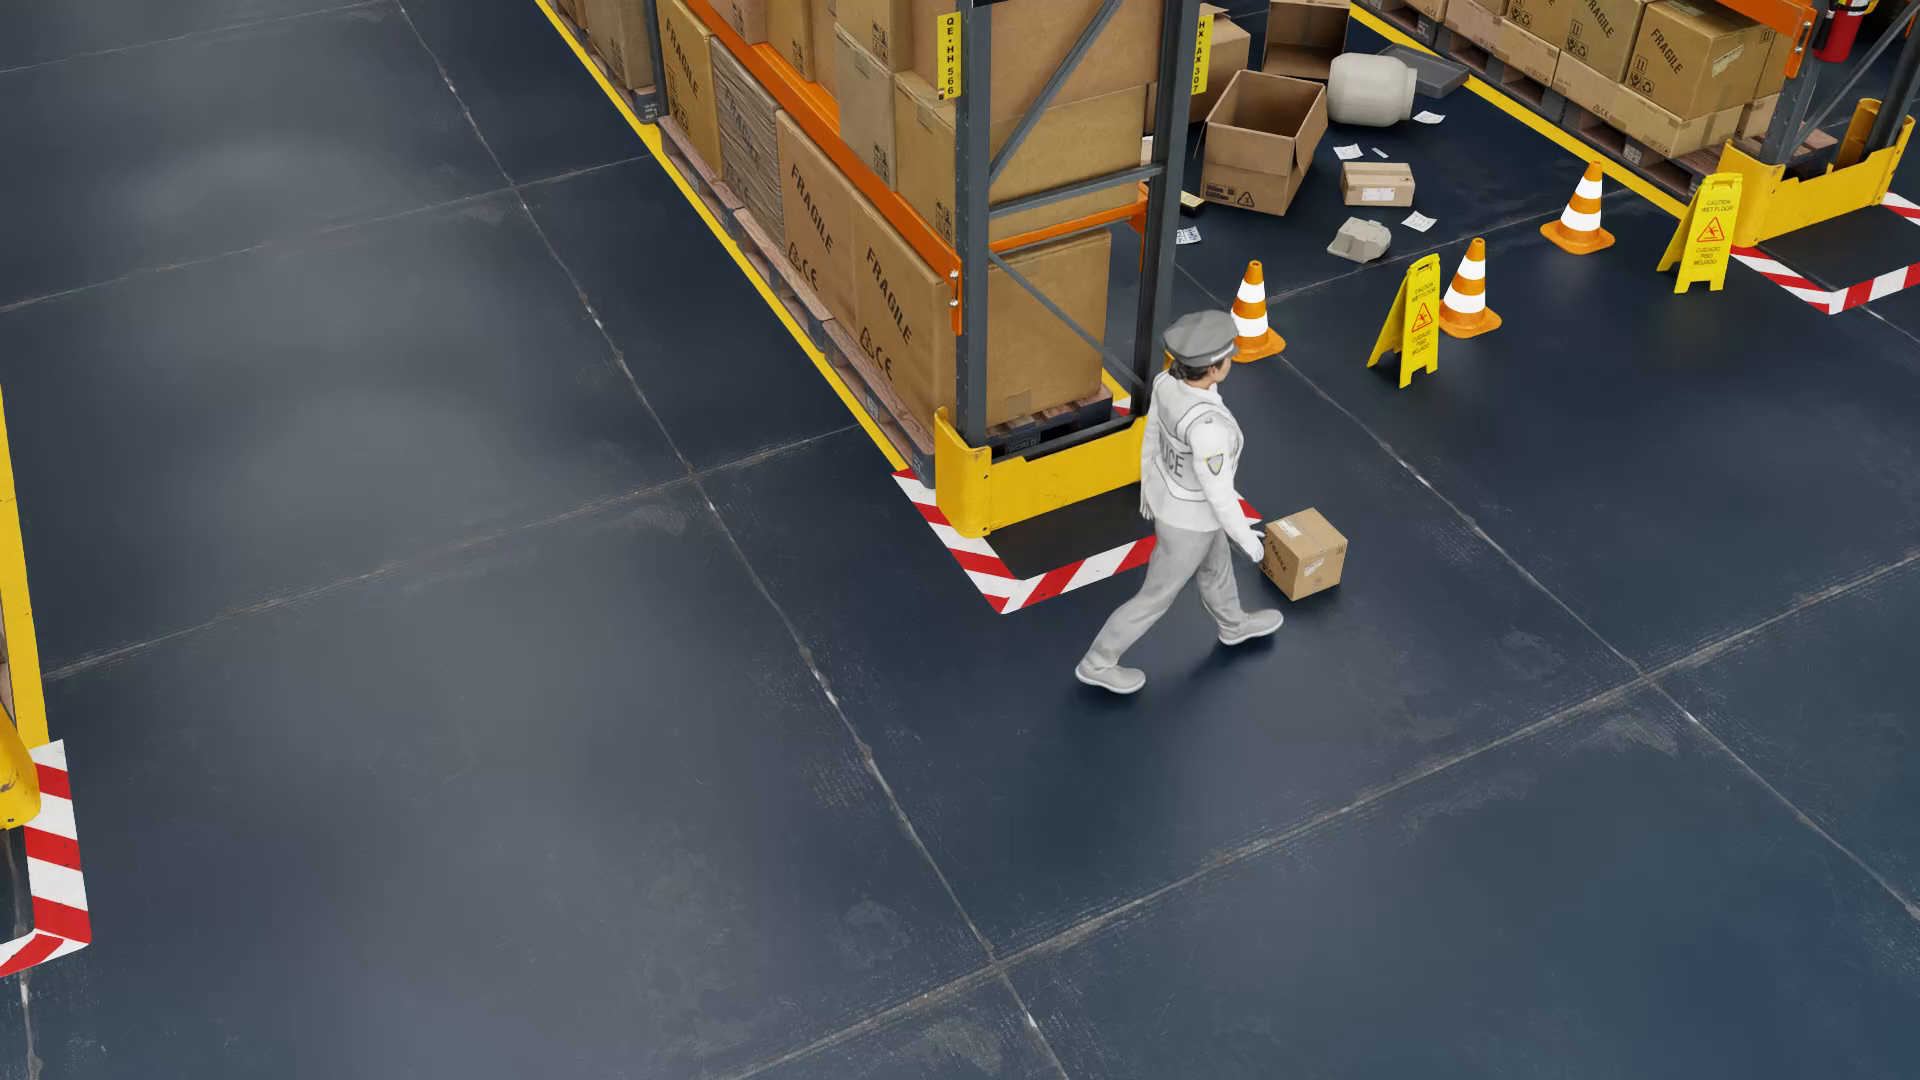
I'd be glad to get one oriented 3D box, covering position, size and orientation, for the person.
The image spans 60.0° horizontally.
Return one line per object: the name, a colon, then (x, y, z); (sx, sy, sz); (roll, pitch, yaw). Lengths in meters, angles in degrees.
person: (0.908, -0.122, 6.284); (0.927, 1.633, 0.501); (-6, 42, -7)
